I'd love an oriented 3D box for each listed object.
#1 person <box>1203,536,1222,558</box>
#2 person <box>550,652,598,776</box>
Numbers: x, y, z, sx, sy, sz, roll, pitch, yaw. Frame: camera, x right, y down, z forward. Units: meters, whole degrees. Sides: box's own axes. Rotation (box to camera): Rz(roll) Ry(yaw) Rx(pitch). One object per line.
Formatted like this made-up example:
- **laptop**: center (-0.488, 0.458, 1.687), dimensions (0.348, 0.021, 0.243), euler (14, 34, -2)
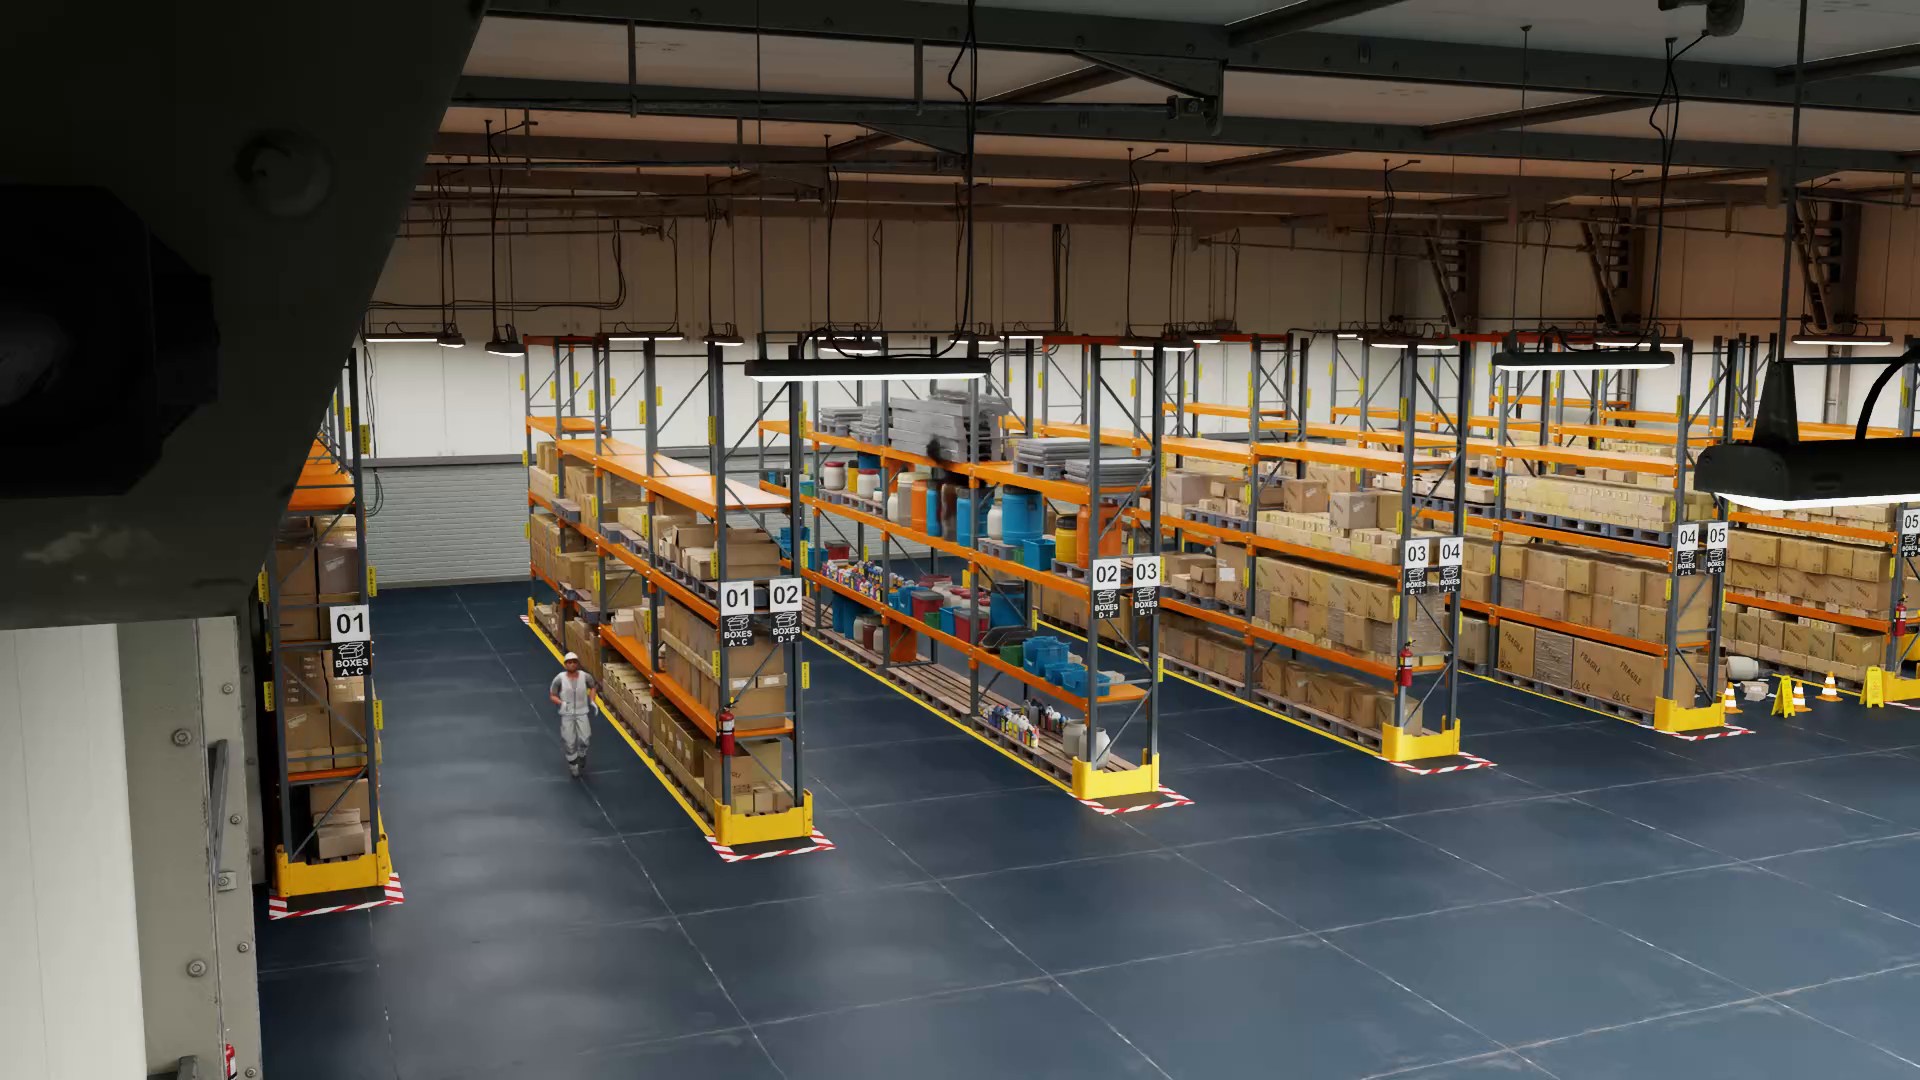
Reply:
- **person**: center (5.497, 0.748, 35.620), dimensions (0.664, 1.726, 0.798), euler (-3, 8, -19)
- **person**: center (-5.317, 2.420, 22.953), dimensions (0.649, 1.744, 0.578), euler (-3, 8, -19)
